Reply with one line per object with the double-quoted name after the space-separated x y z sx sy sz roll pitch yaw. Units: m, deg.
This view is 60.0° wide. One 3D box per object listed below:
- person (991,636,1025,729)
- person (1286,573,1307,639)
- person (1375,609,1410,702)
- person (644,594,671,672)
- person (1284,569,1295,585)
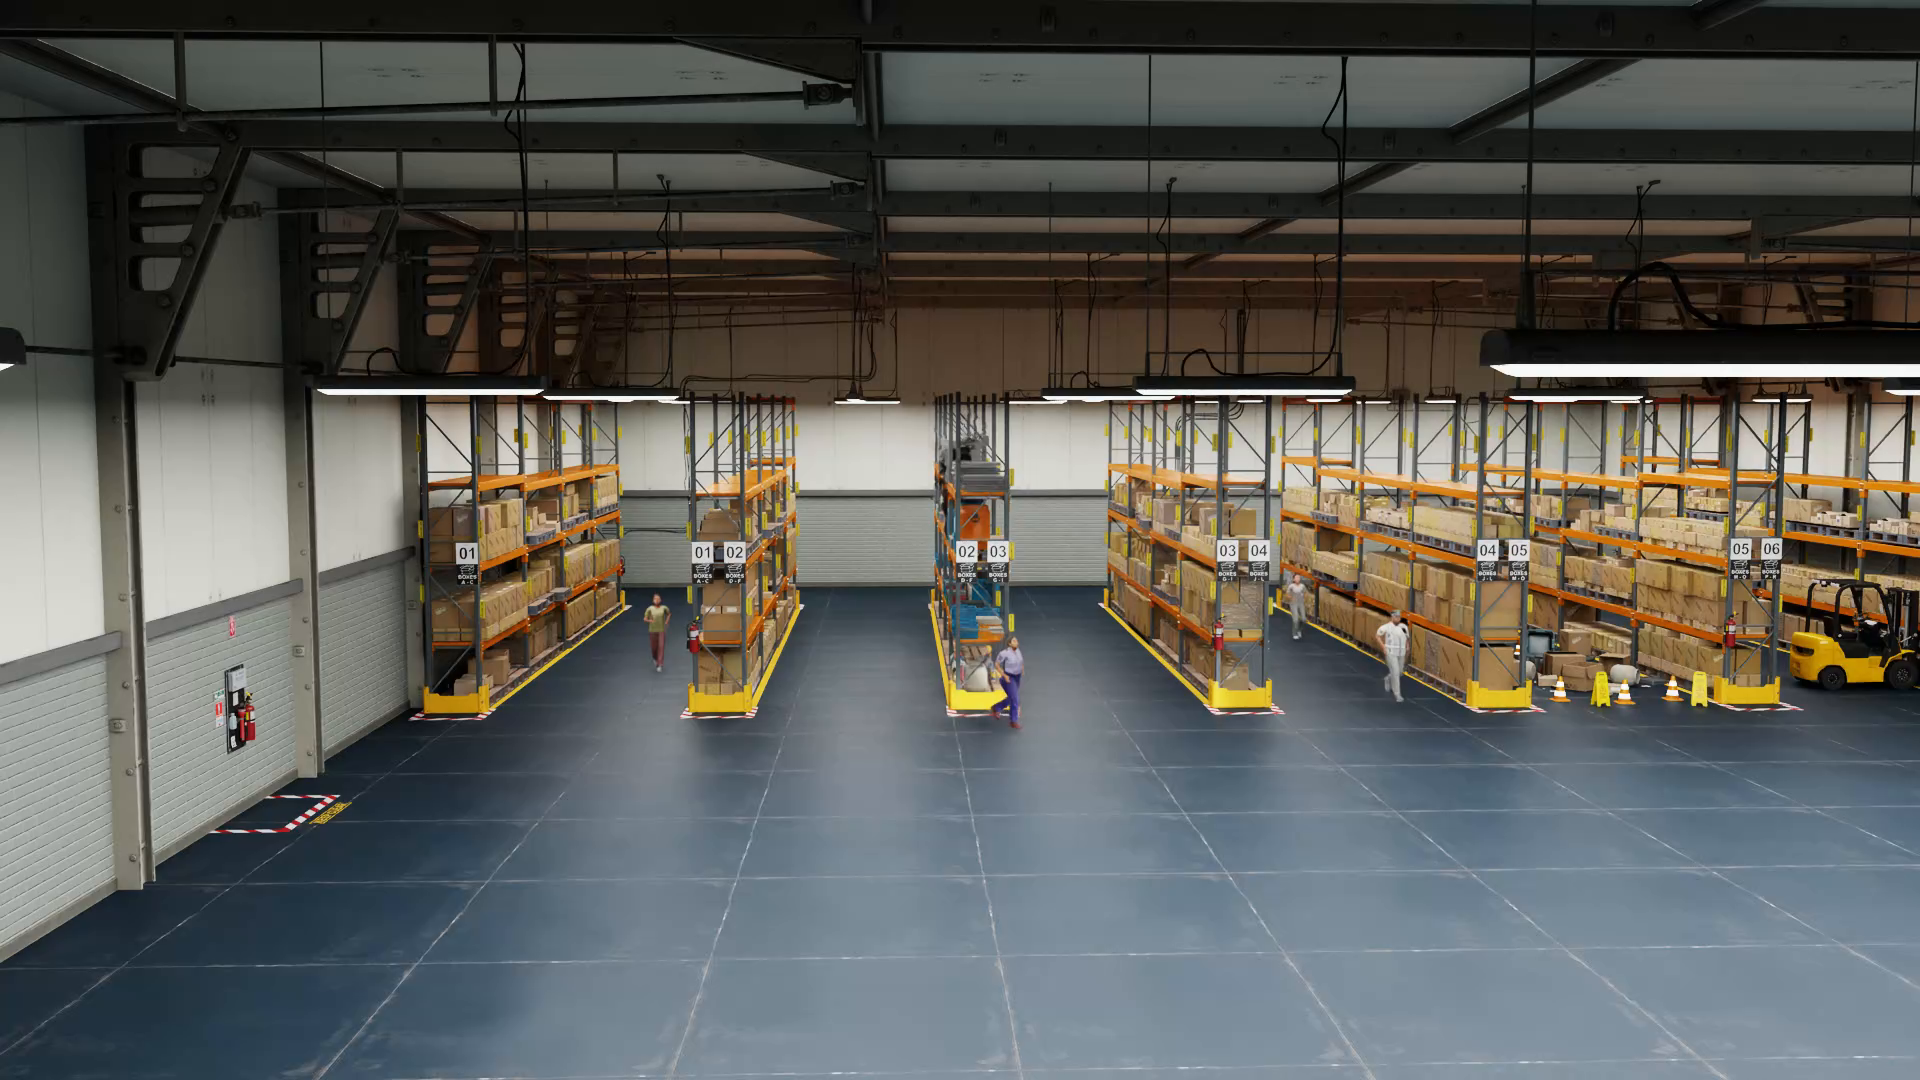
0.859 2.534 29.804 0.784 1.673 0.609 4 6 38 "person"
8.296 1.630 40.805 0.554 1.627 0.548 0 5 -2 "person"
8.521 2.237 32.646 0.675 1.790 0.906 -1 5 -16 "person"
-6.536 1.978 35.918 0.580 1.639 0.990 -1 5 -11 "person"
9.701 0.985 48.689 0.553 1.646 0.658 -1 5 -7 "person"
